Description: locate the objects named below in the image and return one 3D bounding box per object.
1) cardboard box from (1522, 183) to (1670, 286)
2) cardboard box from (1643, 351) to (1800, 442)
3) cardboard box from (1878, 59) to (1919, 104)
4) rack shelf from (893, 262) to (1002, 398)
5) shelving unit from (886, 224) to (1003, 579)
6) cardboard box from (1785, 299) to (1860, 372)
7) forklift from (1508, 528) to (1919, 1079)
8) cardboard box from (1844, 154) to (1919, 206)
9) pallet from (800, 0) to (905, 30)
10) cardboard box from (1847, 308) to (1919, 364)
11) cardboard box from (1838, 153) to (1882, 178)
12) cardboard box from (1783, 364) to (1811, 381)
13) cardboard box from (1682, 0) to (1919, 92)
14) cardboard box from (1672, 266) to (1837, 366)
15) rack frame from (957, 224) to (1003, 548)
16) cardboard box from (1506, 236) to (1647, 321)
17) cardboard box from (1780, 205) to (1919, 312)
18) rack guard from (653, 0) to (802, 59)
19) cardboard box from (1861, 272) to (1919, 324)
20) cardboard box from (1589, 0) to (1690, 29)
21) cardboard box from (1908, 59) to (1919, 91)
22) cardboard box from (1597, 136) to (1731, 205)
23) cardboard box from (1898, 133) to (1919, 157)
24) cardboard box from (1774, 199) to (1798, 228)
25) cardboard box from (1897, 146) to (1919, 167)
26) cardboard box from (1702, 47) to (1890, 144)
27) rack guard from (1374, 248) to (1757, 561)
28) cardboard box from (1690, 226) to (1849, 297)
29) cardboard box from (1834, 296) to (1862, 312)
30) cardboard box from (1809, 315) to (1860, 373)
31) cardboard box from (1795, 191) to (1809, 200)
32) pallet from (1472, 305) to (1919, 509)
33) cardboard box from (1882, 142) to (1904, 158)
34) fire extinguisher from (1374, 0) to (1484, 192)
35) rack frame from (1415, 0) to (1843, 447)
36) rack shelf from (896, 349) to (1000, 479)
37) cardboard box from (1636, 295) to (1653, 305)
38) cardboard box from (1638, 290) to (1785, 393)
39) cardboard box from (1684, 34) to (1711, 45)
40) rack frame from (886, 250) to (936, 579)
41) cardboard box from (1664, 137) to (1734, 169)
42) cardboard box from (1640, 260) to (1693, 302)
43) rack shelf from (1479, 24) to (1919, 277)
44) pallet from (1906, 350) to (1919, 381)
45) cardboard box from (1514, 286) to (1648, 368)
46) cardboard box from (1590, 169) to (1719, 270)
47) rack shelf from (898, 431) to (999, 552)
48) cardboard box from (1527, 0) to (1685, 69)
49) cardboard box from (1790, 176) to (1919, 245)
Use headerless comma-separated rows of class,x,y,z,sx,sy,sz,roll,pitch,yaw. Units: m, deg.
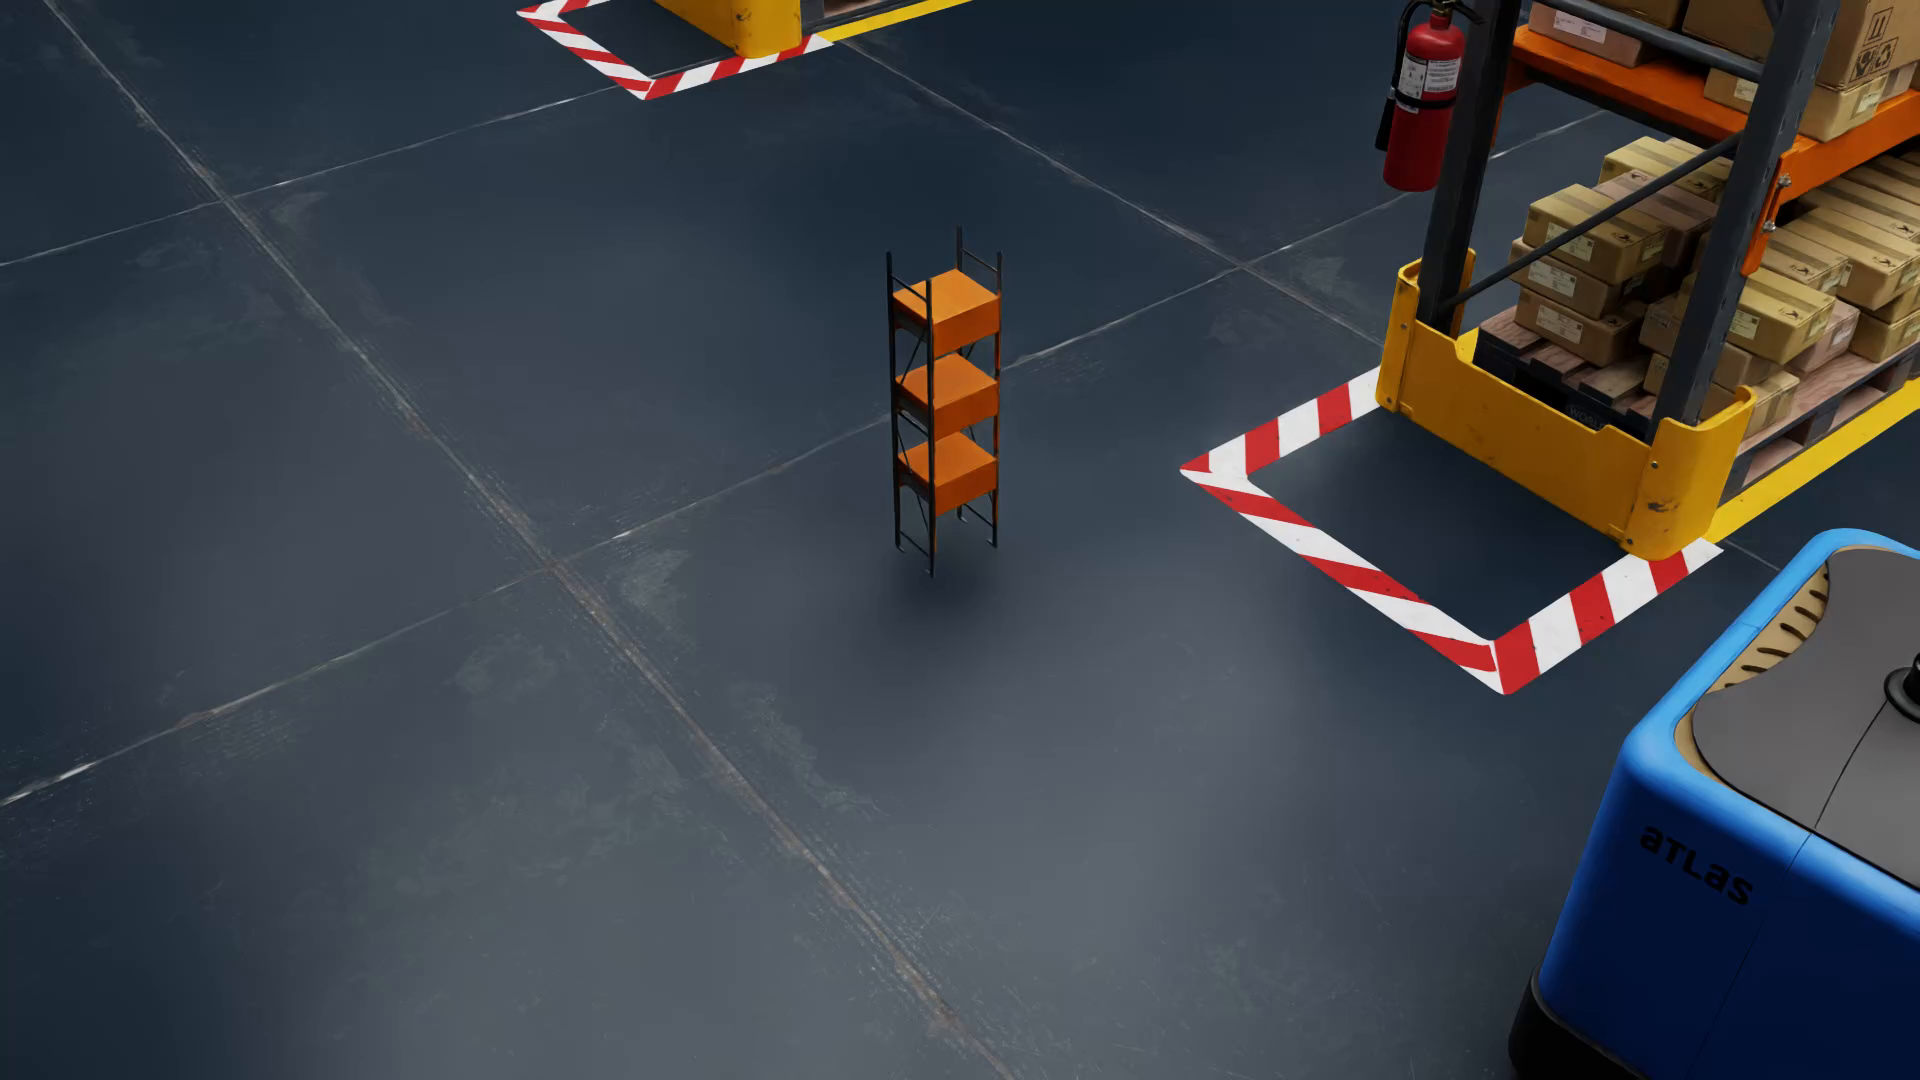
cardboard box,2.132,-1.029,5.587,0.250,0.149,0.380,-25,46,-28
cardboard box,2.477,-0.509,5.422,0.250,0.149,0.380,-25,46,-27
cardboard box,2.500,-1.390,4.777,0.250,0.149,0.380,-24,45,-27
rack shelf,-0.042,-0.596,4.719,0.240,0.259,0.215,-26,46,-28
shelving unit,-0.042,-0.385,4.892,0.252,1.050,0.215,-26,46,-28
cardboard box,2.690,-0.733,5.461,0.250,0.149,0.380,-26,46,-28
forklift,2.630,0.521,2.304,3.031,2.935,1.130,32,49,33
cardboard box,3.284,-1.169,5.757,0.250,0.149,0.380,-24,45,-27
pallet,-0.643,-3.128,8.896,1.213,0.211,1.003,-26,46,-28
cardboard box,3.097,-0.794,5.770,0.250,0.149,0.380,-25,46,-28
cardboard box,3.194,-1.508,6.170,0.250,0.149,0.380,-28,47,-29
cardboard box,2.635,-0.651,5.595,0.250,0.149,0.380,-26,46,-28
cardboard box,2.391,-1.595,4.516,0.500,0.500,0.500,-24,45,-26
cardboard box,2.489,-0.729,5.221,0.250,0.149,0.380,-28,47,-30
rack frame,0.054,-0.432,4.949,0.008,1.050,0.200,-26,46,-28
cardboard box,2.111,-0.930,5.701,0.250,0.149,0.380,-27,47,-29
cardboard box,2.912,-0.929,5.465,0.250,0.149,0.380,-26,46,-28
rack guard,-1.249,-2.882,8.369,0.348,0.500,1.175,-26,46,-28
cardboard box,3.100,-0.917,5.685,0.250,0.149,0.380,-25,45,-27
cardboard box,2.066,-1.864,4.844,0.500,0.500,0.500,-25,46,-27
cardboard box,2.746,-1.467,4.871,0.250,0.149,0.380,-27,47,-29
cardboard box,2.494,-1.262,5.870,0.250,0.149,0.380,-27,46,-29
cardboard box,3.662,-1.393,6.030,0.250,0.149,0.380,-26,46,-28
cardboard box,2.798,-1.184,6.010,0.250,0.149,0.380,-27,46,-29
cardboard box,3.521,-1.248,5.853,0.250,0.149,0.380,-25,46,-27
cardboard box,2.323,-1.270,4.632,0.250,0.149,0.380,-26,46,-28
rack guard,1.927,-0.470,5.429,0.348,0.500,1.175,-26,46,-28
cardboard box,2.635,-0.896,5.425,0.250,0.149,0.380,-25,46,-27
cardboard box,2.830,-0.872,5.630,0.250,0.149,0.380,-25,46,-28
cardboard box,2.828,-0.751,5.717,0.250,0.149,0.380,-25,46,-28
cardboard box,2.925,-1.338,6.198,0.250,0.149,0.380,-25,46,-27
pallet,2.593,-0.655,5.882,1.213,0.211,1.003,-26,46,-28
cardboard box,3.552,-1.631,6.555,0.250,0.149,0.380,-26,46,-28
fire extinguisher,1.386,-1.368,4.907,0.183,0.674,0.296,-26,46,-28
rack frame,1.867,-1.407,4.600,0.127,3.000,1.000,-26,46,-28
rack shelf,-0.042,-0.377,4.899,0.240,0.259,0.215,-26,46,-28
cardboard box,2.299,-0.926,5.930,0.250,0.149,0.380,-25,45,-27
cardboard box,2.439,-0.656,5.366,0.250,0.149,0.380,-24,45,-26
cardboard box,2.173,-1.655,5.101,0.250,0.149,0.380,-26,46,-28
rack frame,-0.139,-0.338,4.834,0.008,1.050,0.200,-26,46,-28
cardboard box,2.738,-1.330,5.954,0.250,0.149,0.380,-28,47,-30
cardboard box,2.352,-1.004,5.791,0.250,0.149,0.380,-27,47,-29
rack shelf,3.453,-1.902,5.771,4.000,0.370,1.077,-26,46,-28
pallet,3.559,-1.123,6.453,1.213,0.211,1.003,-26,46,-28
cardboard box,2.157,-0.776,5.747,0.250,0.149,0.380,-25,46,-27
cardboard box,2.366,-1.098,5.670,0.250,0.149,0.380,-25,46,-27
rack shelf,-0.042,-0.162,5.075,0.240,0.259,0.215,-26,46,-28
cardboard box,1.953,-1.578,5.007,0.250,0.149,0.380,-26,46,-28
cardboard box,3.059,-1.066,5.633,0.250,0.149,0.380,-28,47,-30
